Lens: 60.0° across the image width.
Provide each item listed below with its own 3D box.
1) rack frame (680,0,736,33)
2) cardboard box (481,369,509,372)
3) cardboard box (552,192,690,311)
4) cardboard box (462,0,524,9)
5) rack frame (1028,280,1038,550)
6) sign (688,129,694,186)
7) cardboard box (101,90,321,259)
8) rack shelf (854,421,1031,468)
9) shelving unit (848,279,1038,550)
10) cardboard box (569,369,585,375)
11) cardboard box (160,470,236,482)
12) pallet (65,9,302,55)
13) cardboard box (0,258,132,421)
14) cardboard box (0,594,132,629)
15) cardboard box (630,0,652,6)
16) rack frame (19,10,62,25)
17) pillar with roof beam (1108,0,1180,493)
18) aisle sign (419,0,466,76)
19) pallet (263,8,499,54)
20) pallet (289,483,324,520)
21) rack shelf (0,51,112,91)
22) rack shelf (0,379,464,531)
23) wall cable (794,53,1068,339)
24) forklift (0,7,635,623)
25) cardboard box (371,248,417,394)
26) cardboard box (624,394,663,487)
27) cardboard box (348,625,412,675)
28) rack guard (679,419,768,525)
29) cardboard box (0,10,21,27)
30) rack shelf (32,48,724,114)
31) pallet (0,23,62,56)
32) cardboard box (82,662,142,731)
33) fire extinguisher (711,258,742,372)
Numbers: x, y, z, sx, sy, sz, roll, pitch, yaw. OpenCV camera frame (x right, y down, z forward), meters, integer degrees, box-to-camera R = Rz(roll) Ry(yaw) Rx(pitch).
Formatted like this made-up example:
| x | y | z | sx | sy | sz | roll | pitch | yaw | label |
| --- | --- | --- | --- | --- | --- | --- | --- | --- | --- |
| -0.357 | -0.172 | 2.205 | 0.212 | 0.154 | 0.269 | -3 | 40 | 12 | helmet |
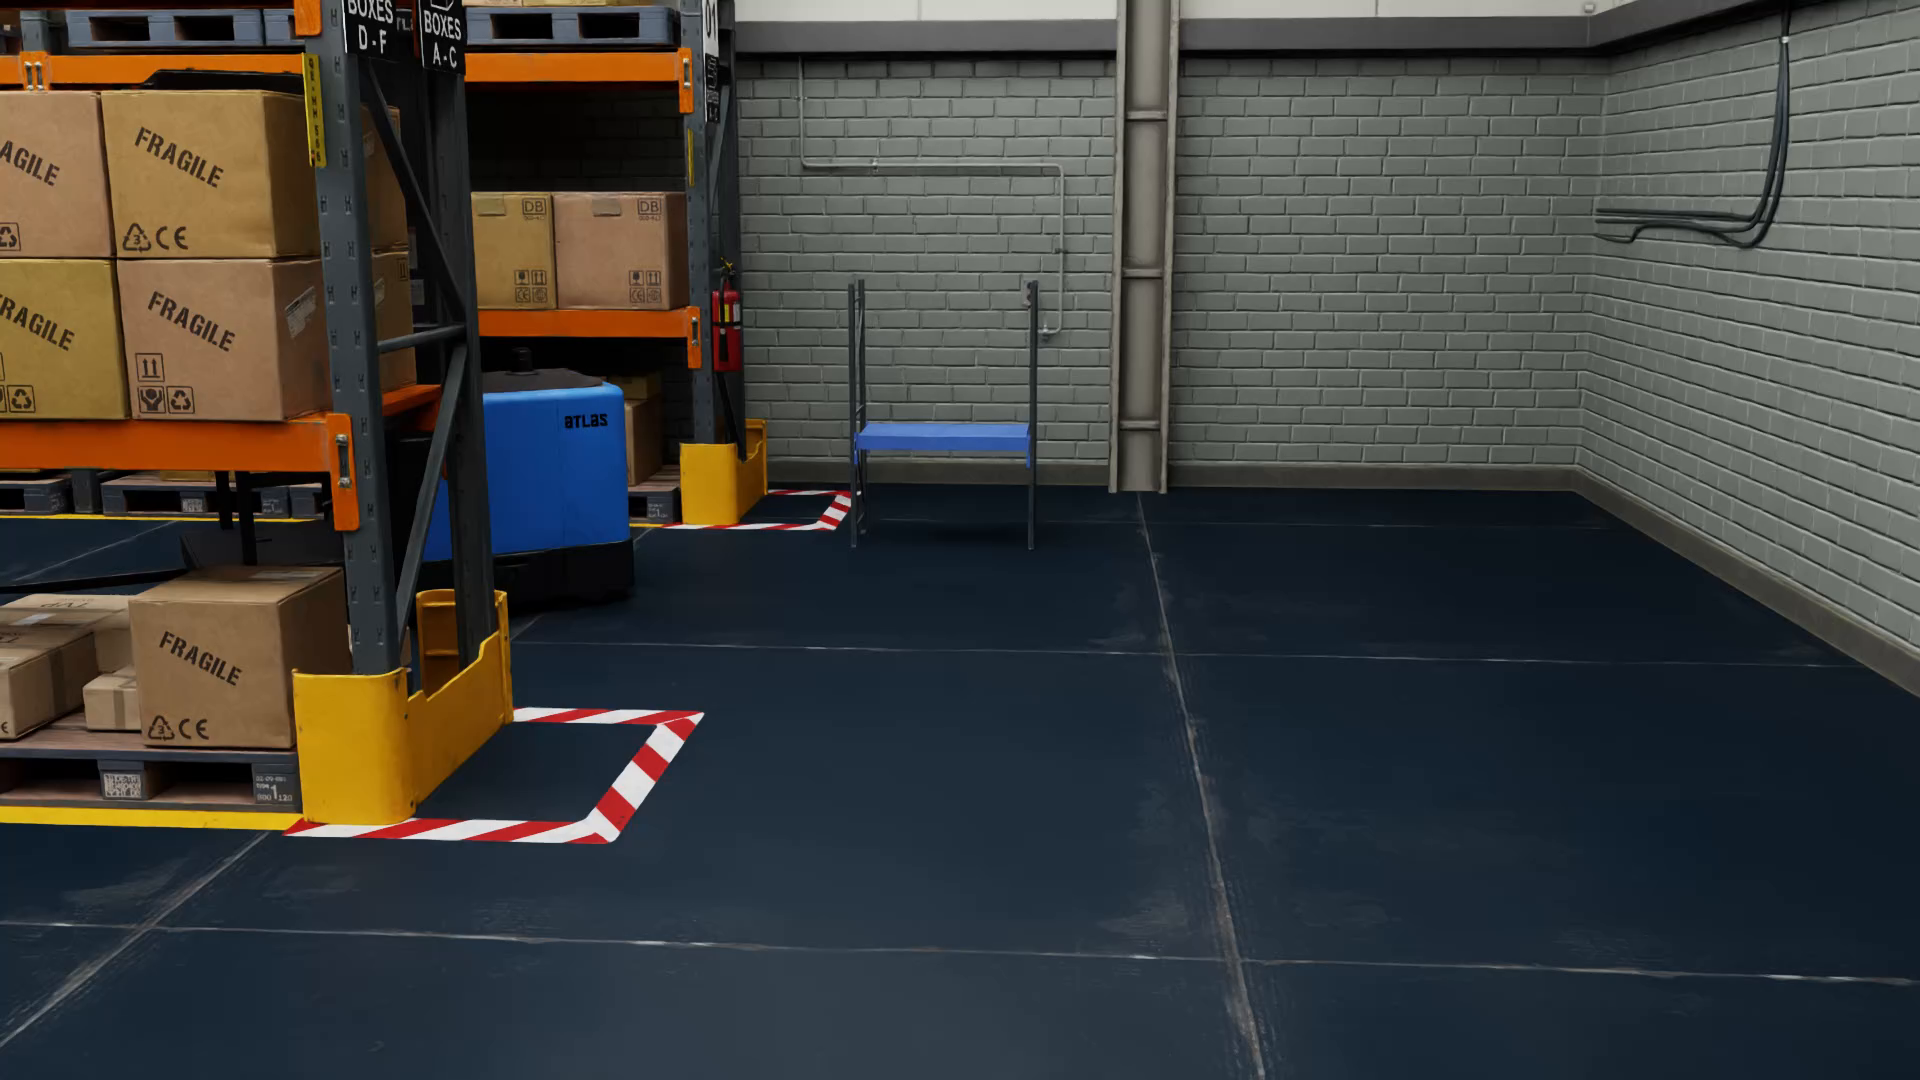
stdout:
| x | y | z | sx | sy | sz | roll | pitch | yaw | label |
| --- | --- | --- | --- | --- | --- | --- | --- | --- | --- |
| -1.533 | -4.615 | 9.852 | 0.127 | 3.000 | 1.000 | 1 | 12 | 4 | rack frame |
| -3.109 | -1.020 | 10.813 | 0.250 | 0.149 | 0.380 | 1 | 12 | 5 | cardboard box |
| -2.042 | -1.830 | 10.459 | 0.700 | 0.700 | 0.980 | 1 | 12 | 6 | cardboard box |
| -2.800 | -3.291 | 9.943 | 0.500 | 0.250 | 0.500 | 0 | 12 | 2 | cardboard box |
| 0.422 | -0.728 | 9.587 | 0.032 | 1.500 | 0.500 | 1 | 12 | 4 | rack frame |
| -1.583 | -2.251 | 9.795 | 0.005 | 0.325 | 0.100 | 1 | 12 | 4 | sign |
| -2.322 | -1.155 | 5.276 | 0.500 | 0.500 | 0.500 | 1 | 12 | 3 | cardboard box |
| -0.085 | -0.559 | 9.657 | 1.000 | 0.185 | 0.538 | 1 | 12 | 4 | rack shelf |
| -0.085 | -0.735 | 9.620 | 1.048 | 1.500 | 0.538 | 1 | 12 | 4 | shelving unit |
| -2.605 | -1.013 | 10.780 | 0.250 | 0.149 | 0.380 | 1 | 12 | 4 | cardboard box |
| -4.784 | -0.684 | 10.792 | 0.500 | 0.500 | 0.700 | 1 | 12 | 4 | cardboard box |
| -4.708 | -3.145 | 10.366 | 1.213 | 0.211 | 1.003 | 1 | 12 | 4 | pallet |
| -2.843 | -0.672 | 5.412 | 0.500 | 0.500 | 0.500 | 1 | 12 | 4 | cardboard box |
| -3.381 | 0.385 | 6.243 | 0.500 | 0.250 | 0.500 | 1 | 12 | 4 | cardboard box |
| -2.245 | -3.388 | 10.409 | 0.500 | 0.250 | 0.500 | 1 | 12 | 7 | cardboard box |
| -5.524 | -4.670 | 10.114 | 0.127 | 3.000 | 1.000 | 1 | 12 | 4 | rack frame |
| 0.932 | -3.875 | 6.316 | 0.400 | 9.000 | 9.100 | 1 | 12 | 4 | pillar with roof beam |
| -1.772 | -1.998 | 5.644 | 0.004 | 0.787 | 0.394 | 1 | 12 | 4 | aisle sign |
| -3.494 | -3.128 | 10.284 | 1.213 | 0.211 | 1.003 | 1 | 12 | 4 | pallet |
| -3.550 | -0.326 | 10.810 | 1.213 | 0.211 | 1.003 | 1 | 12 | 4 | pallet |
| -7.519 | -2.877 | 10.625 | 4.000 | 0.370 | 1.077 | 1 | 12 | 4 | rack shelf |
| -3.855 | -0.342 | 5.833 | 4.000 | 0.370 | 1.077 | 1 | 12 | 4 | rack shelf |
| -0.192 | -2.352 | 11.202 | 1.851 | 1.984 | 0.084 | 1 | 12 | 4 | wall cable |
| -3.174 | -1.074 | 7.742 | 3.031 | 2.935 | 1.130 | -6 | 13 | -28 | forklift |
| -2.285 | -0.775 | 5.905 | 0.500 | 0.500 | 0.500 | 1 | 12 | 5 | cardboard box |
| -2.238 | -0.650 | 10.627 | 0.500 | 0.500 | 0.700 | 1 | 12 | 4 | cardboard box |
| -2.255 | 0.438 | 6.238 | 0.250 | 0.149 | 0.380 | 1 | 12 | 4 | cardboard box |
| -1.509 | -0.455 | 10.721 | 0.348 | 0.500 | 1.175 | 1 | 12 | 4 | rack guard |
| -6.394 | -3.500 | 10.530 | 0.500 | 0.500 | 0.700 | 0 | 12 | 1 | cardboard box |
| -3.528 | -2.822 | 10.364 | 4.000 | 0.370 | 1.077 | 1 | 12 | 4 | rack shelf |
| -6.442 | -3.110 | 10.452 | 1.217 | 0.209 | 0.805 | 0 | 12 | 1 | pallet |
| -2.817 | 0.524 | 5.783 | 0.250 | 0.166 | 0.380 | 1 | 12 | 4 | cardboard box |
| -1.413 | -1.362 | 10.052 | 0.183 | 0.674 | 0.296 | 1 | 12 | 4 | fire extinguisher |
